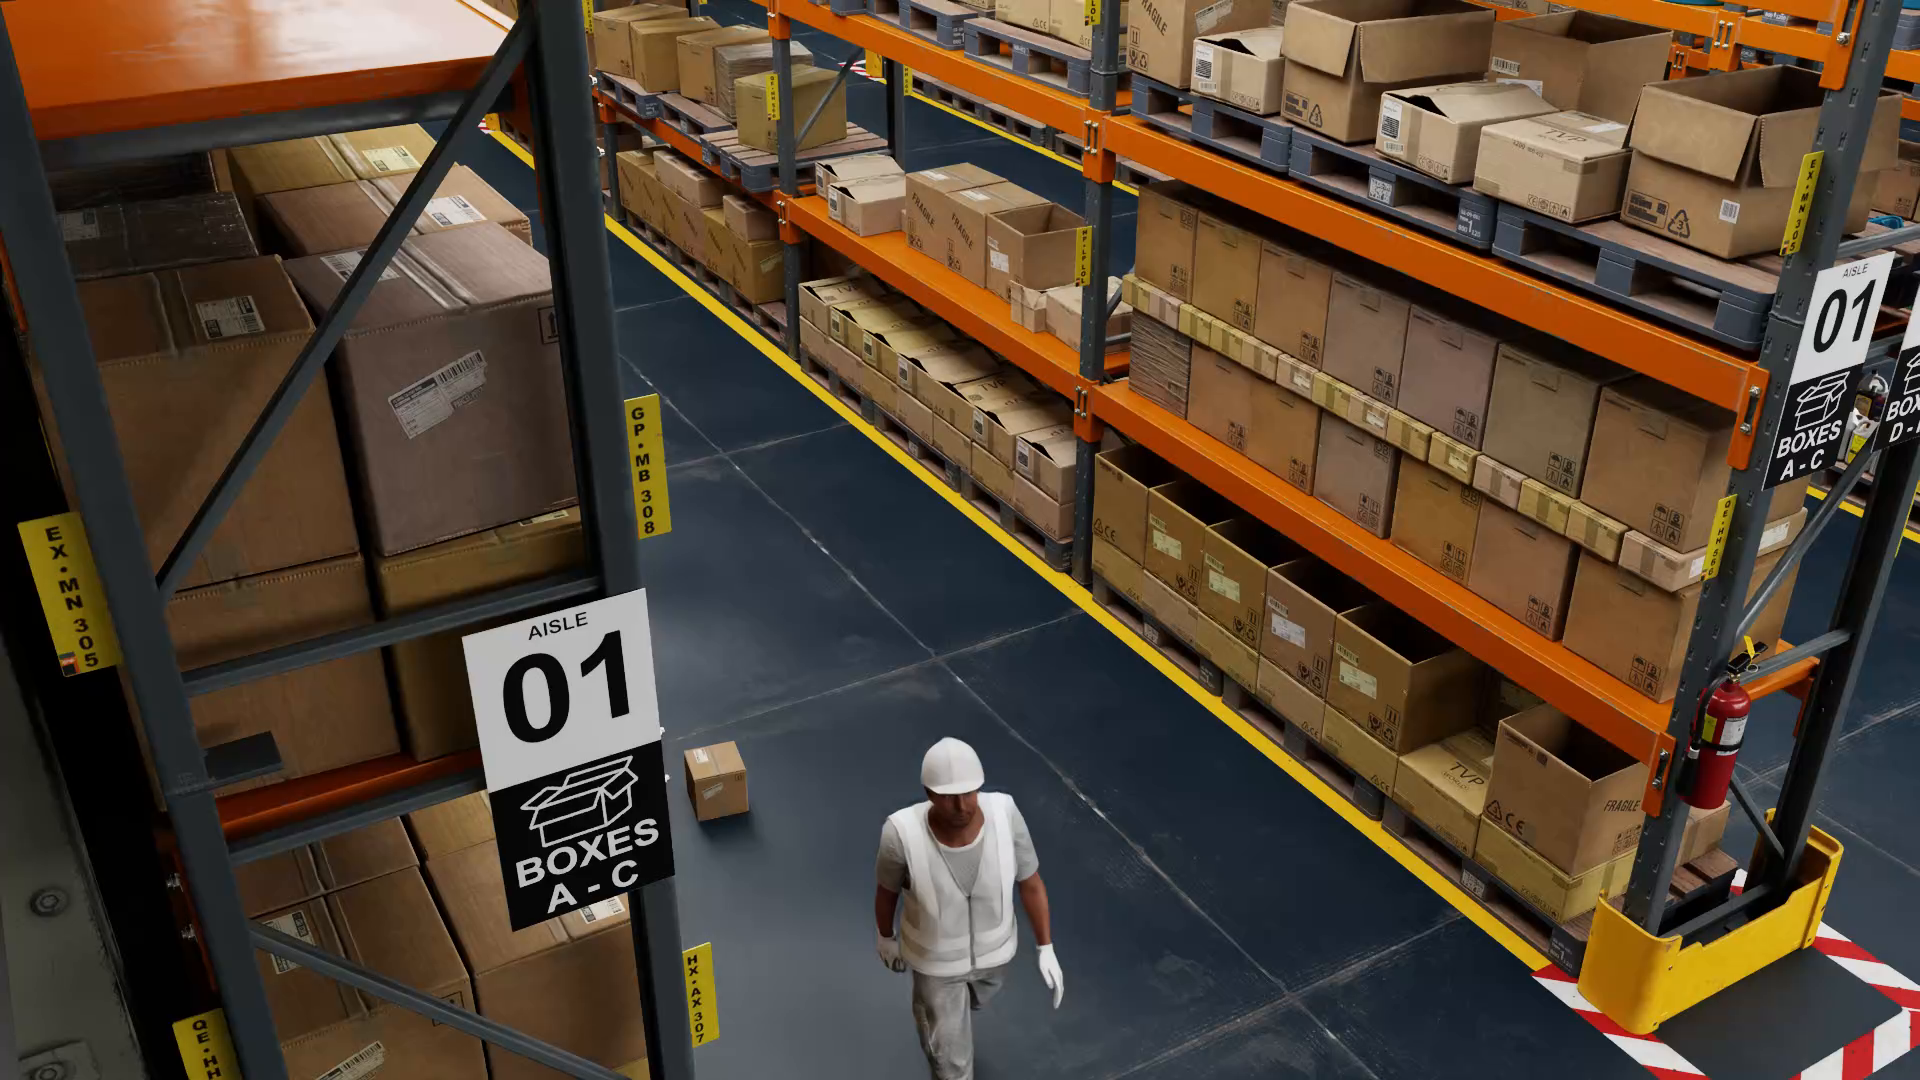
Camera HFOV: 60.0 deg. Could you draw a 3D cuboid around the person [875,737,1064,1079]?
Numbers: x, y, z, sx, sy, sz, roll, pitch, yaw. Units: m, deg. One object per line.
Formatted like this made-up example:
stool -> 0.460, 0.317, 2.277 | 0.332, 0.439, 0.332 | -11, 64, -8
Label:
person -> 0.023, 1.458, 5.889 | 0.564, 1.738, 1.077 | -10, 30, -18
